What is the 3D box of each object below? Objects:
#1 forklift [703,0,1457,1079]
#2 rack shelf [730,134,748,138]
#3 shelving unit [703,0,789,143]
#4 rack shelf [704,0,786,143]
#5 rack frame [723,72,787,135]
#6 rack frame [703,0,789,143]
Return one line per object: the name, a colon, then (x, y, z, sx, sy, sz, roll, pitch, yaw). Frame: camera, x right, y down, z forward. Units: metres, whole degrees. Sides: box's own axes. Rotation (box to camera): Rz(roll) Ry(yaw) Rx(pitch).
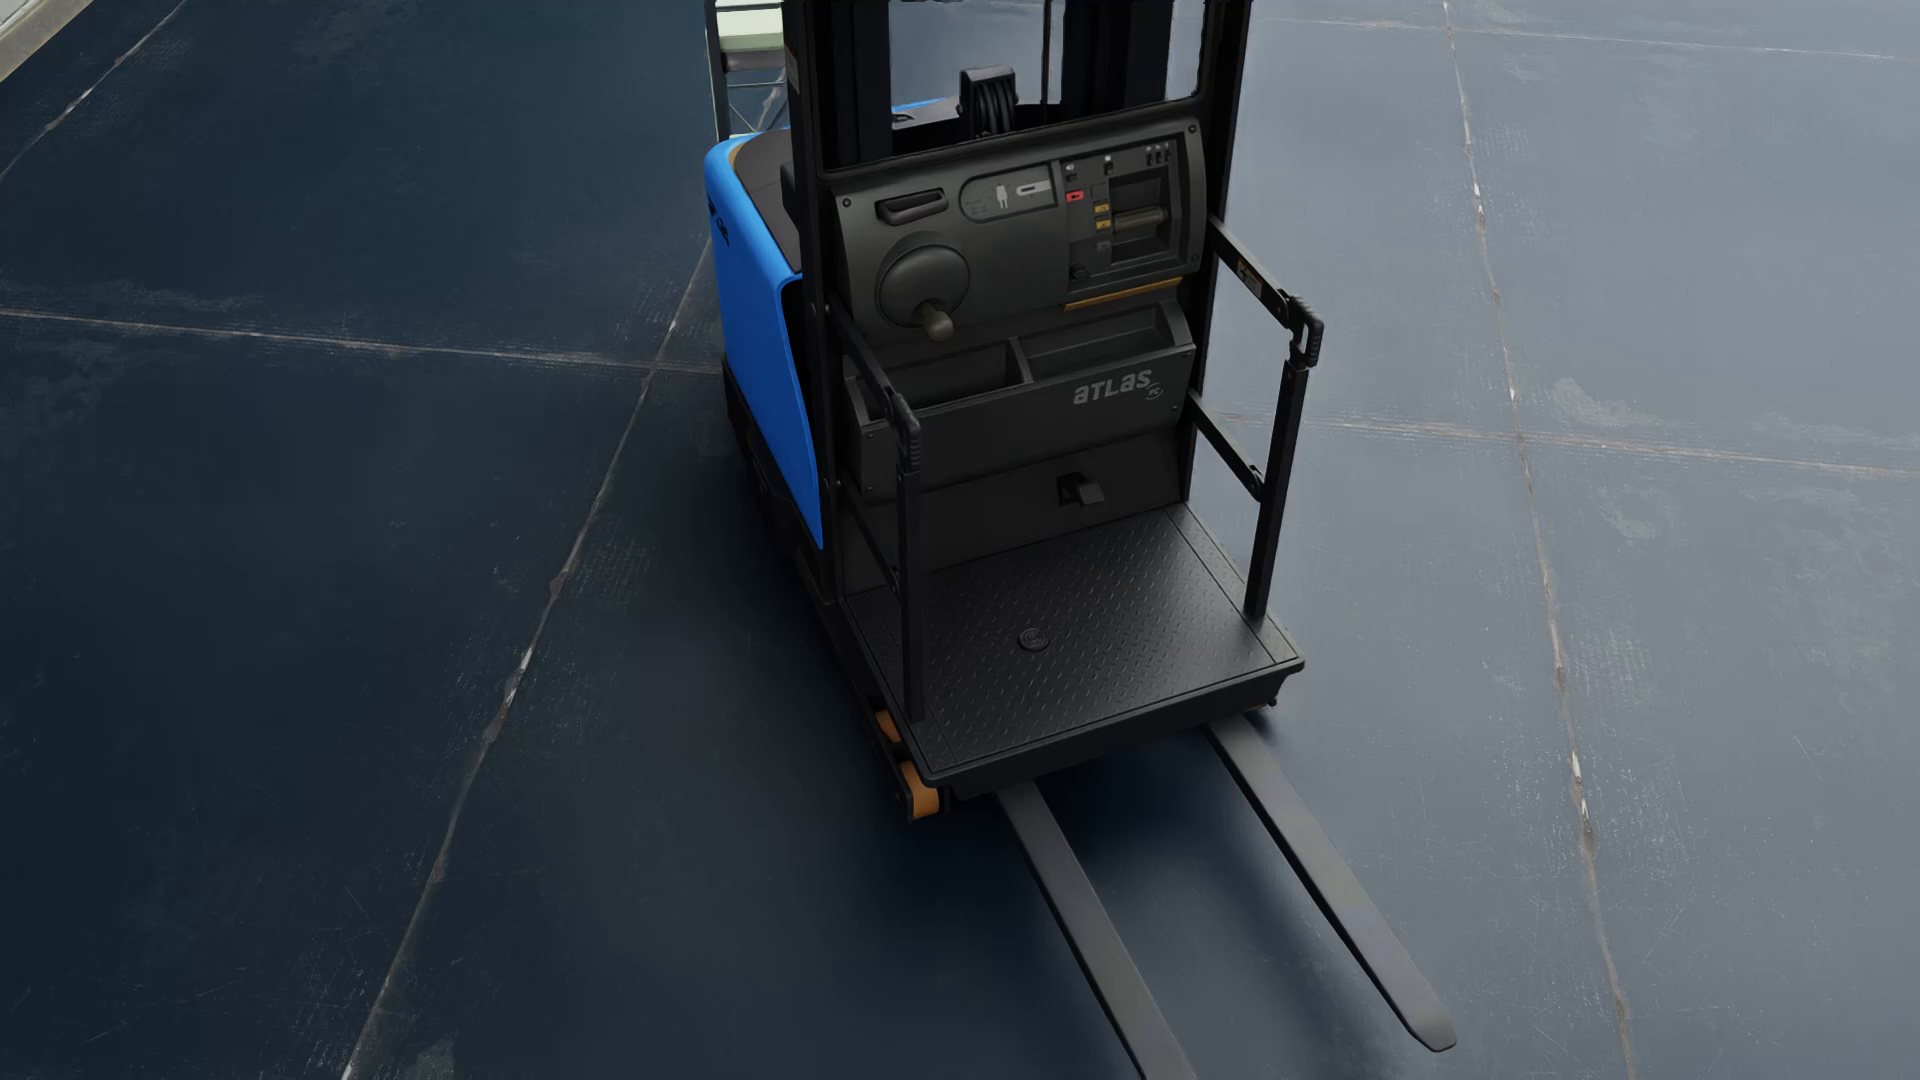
forklift: (0.242, -0.652, 3.806, 1.130, 2.935, 3.031, -15, 46, -16)
rack shelf: (-0.600, -1.110, 5.806, 0.431, 0.370, 0.720, -6, 44, -6)
shelving unit: (-0.600, -1.347, 5.581, 0.431, 1.500, 0.755, -6, 44, -6)
rack shelf: (-0.600, -1.630, 5.313, 0.431, 0.370, 0.720, -6, 44, -6)
rack frame: (-0.652, -1.596, 5.844, 0.400, 1.500, 0.023, -6, 44, -6)
rack frame: (-0.548, -1.098, 5.318, 0.400, 1.500, 0.023, -6, 44, -6)
